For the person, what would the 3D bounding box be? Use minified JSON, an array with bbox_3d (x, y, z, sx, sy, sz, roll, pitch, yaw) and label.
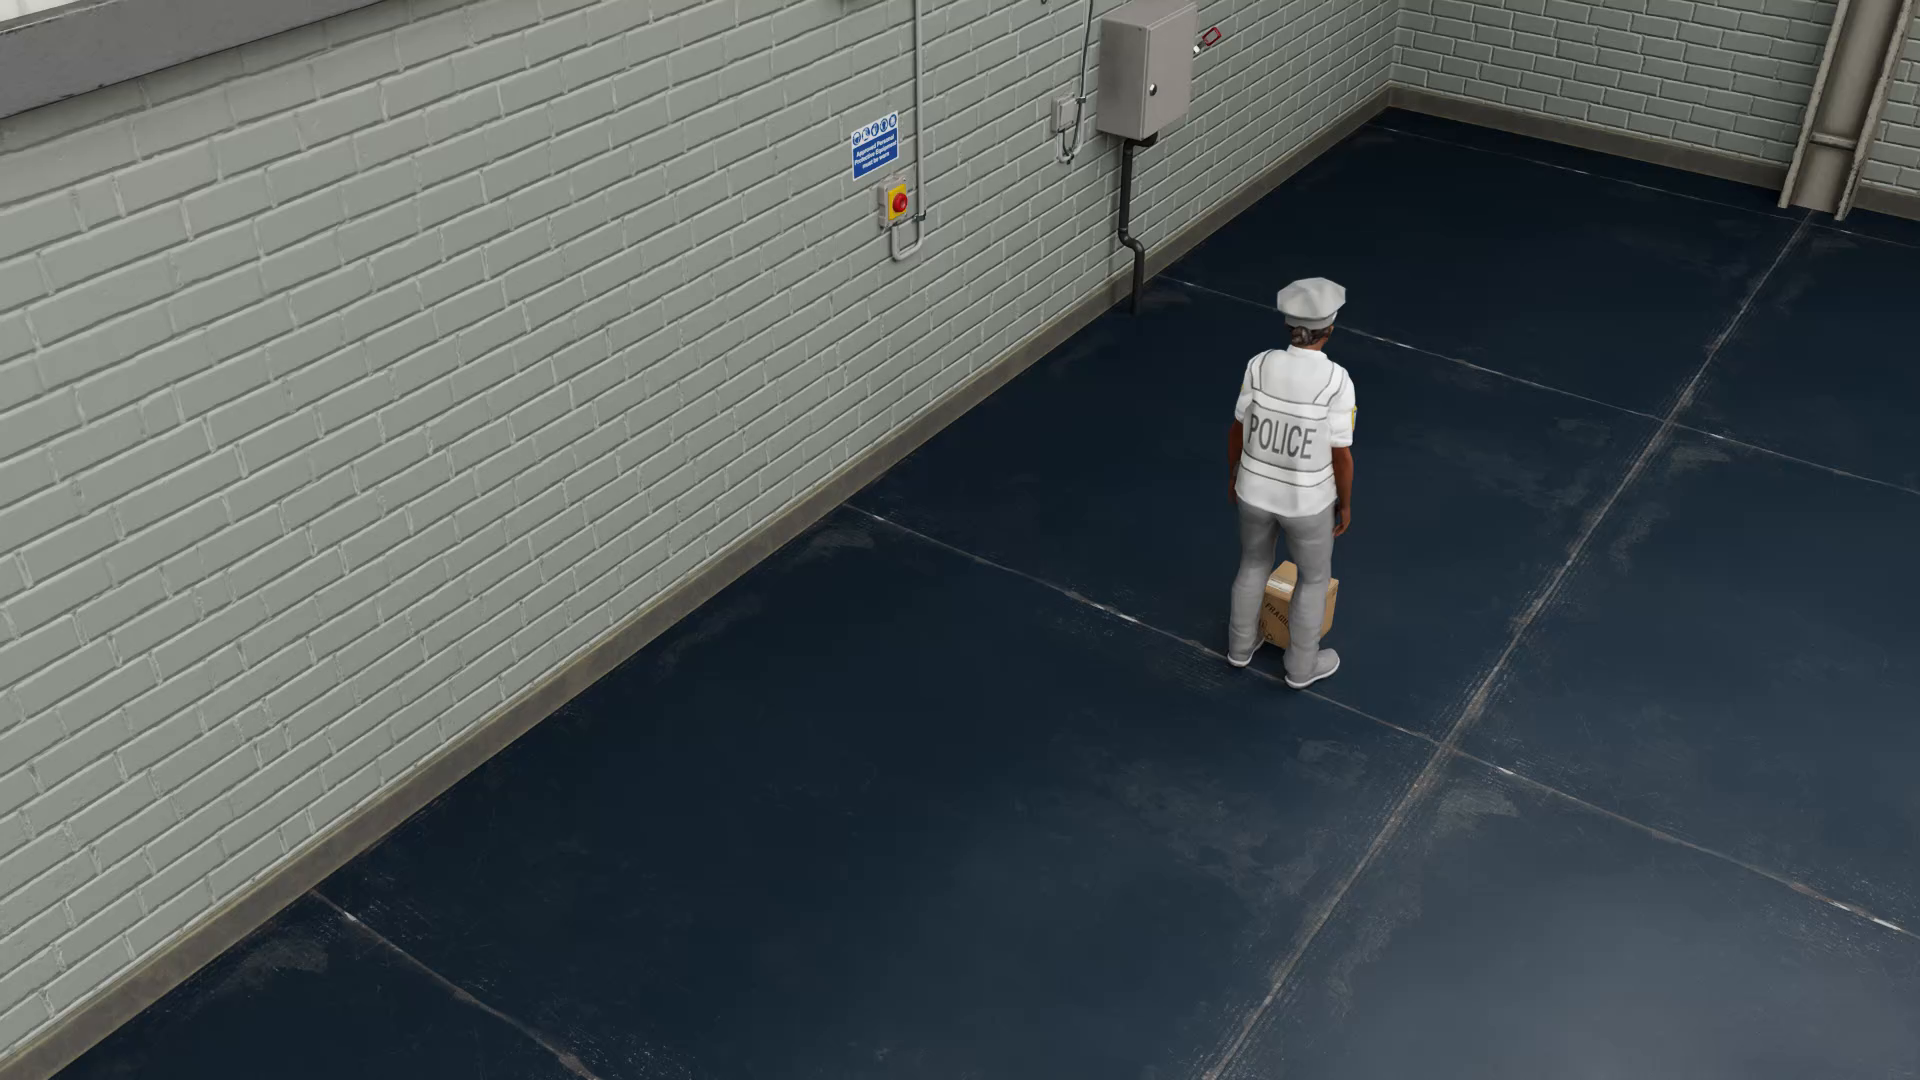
[{"bbox_3d":[1.276,-0.178,6.401,0.528,1.659,0.398,19,39,25],"label":"person"}]
